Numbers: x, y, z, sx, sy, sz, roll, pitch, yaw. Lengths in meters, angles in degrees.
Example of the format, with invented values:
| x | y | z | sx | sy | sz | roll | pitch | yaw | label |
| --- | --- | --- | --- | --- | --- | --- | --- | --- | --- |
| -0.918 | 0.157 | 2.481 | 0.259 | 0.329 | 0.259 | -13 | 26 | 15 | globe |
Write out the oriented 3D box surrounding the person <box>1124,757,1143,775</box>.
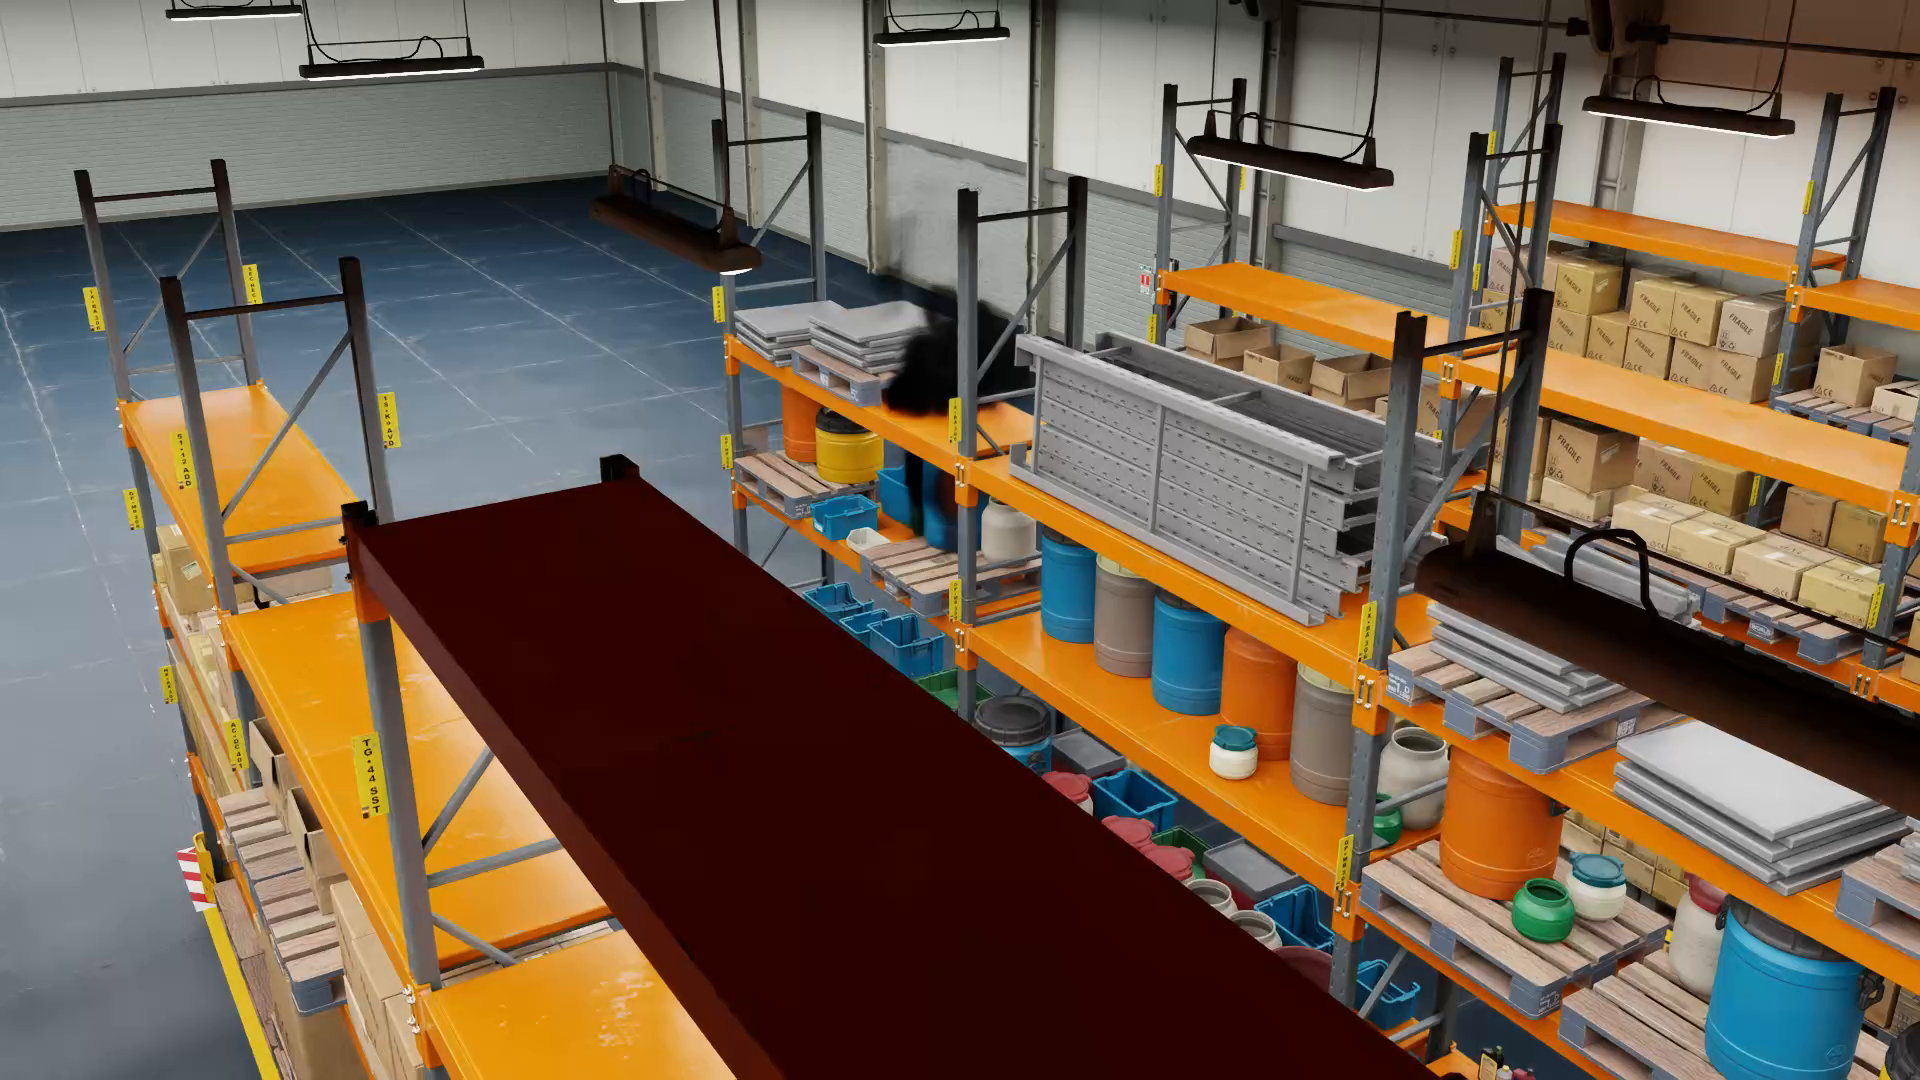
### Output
| x | y | z | sx | sy | sz | roll | pitch | yaw | label |
| --- | --- | --- | --- | --- | --- | --- | --- | --- | --- |
| 1.470 | 1.349 | 15.037 | 0.545 | 1.765 | 0.683 | -17 | 28 | -37 | person |
